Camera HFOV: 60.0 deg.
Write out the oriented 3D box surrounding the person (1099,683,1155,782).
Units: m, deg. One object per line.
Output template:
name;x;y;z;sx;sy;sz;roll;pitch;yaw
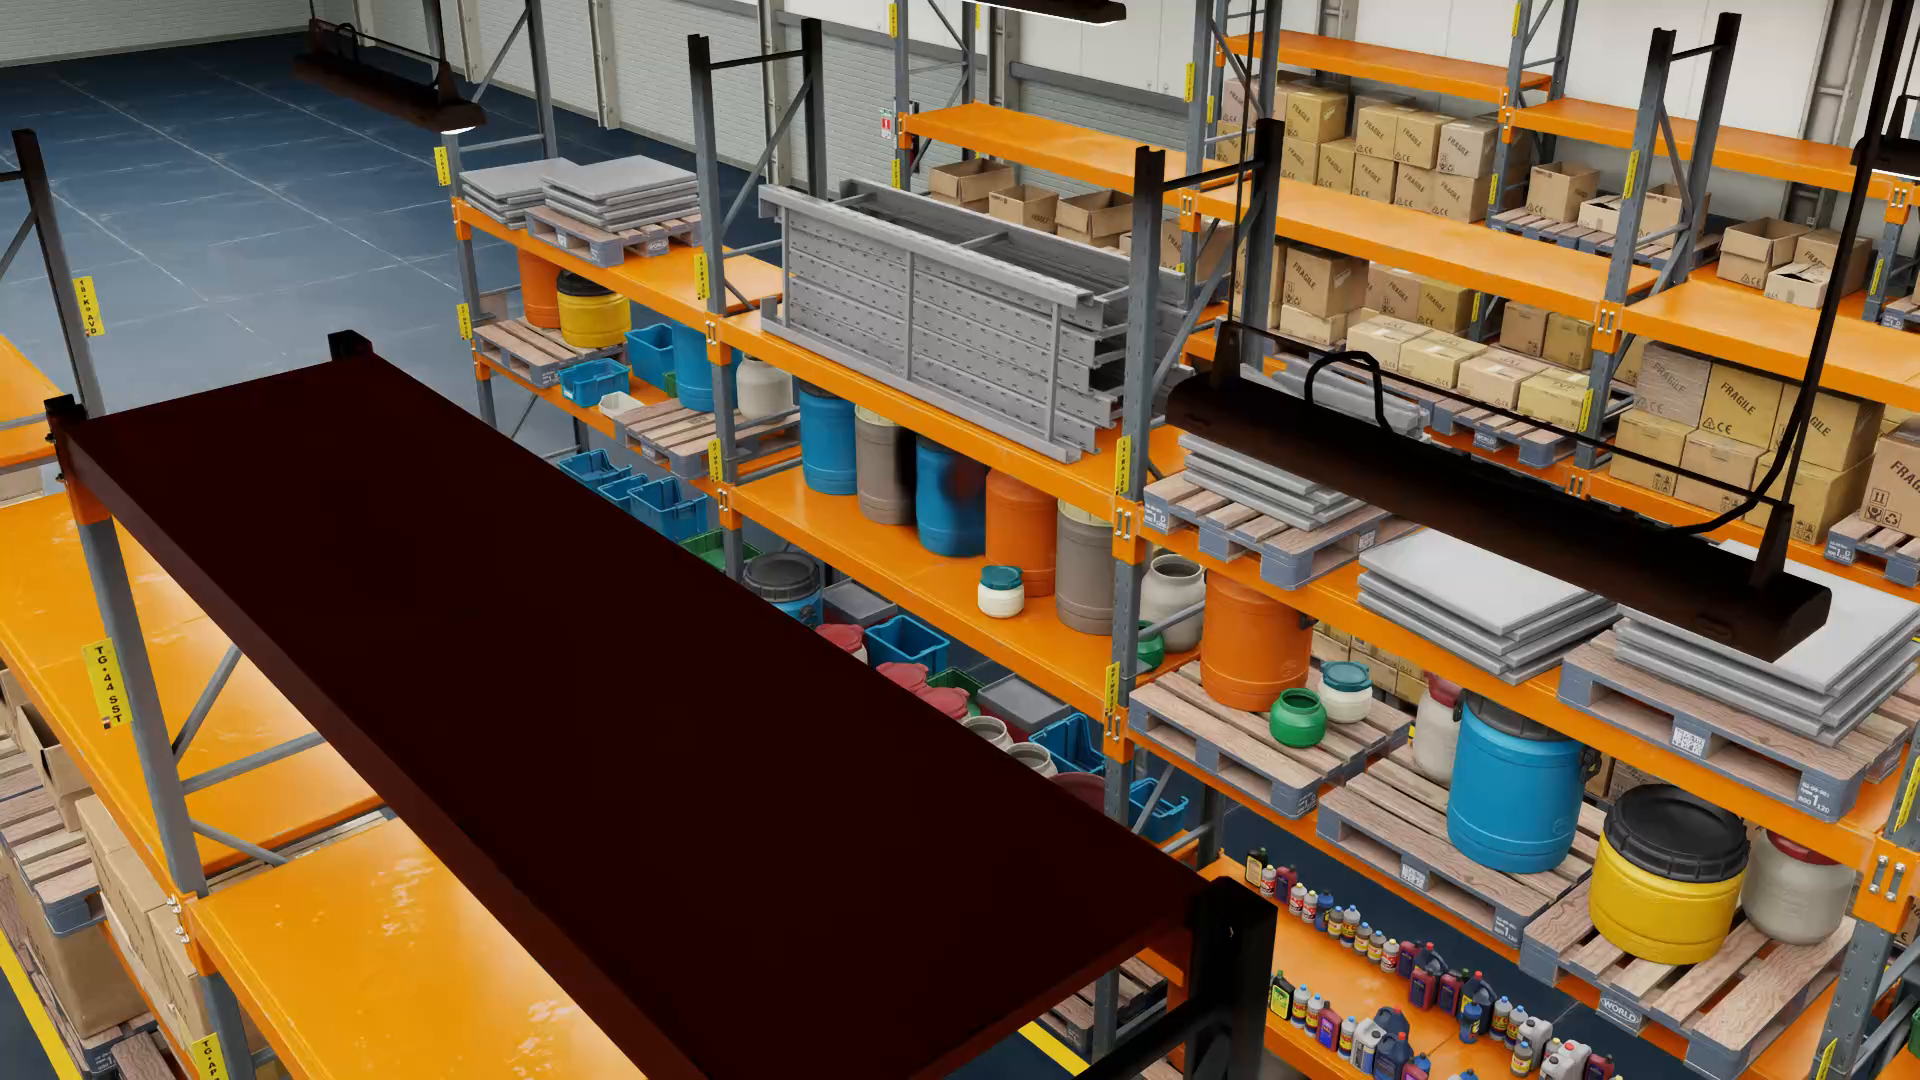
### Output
person;1.273;1.415;12.897;0.501;1.696;0.566;19;33;33
